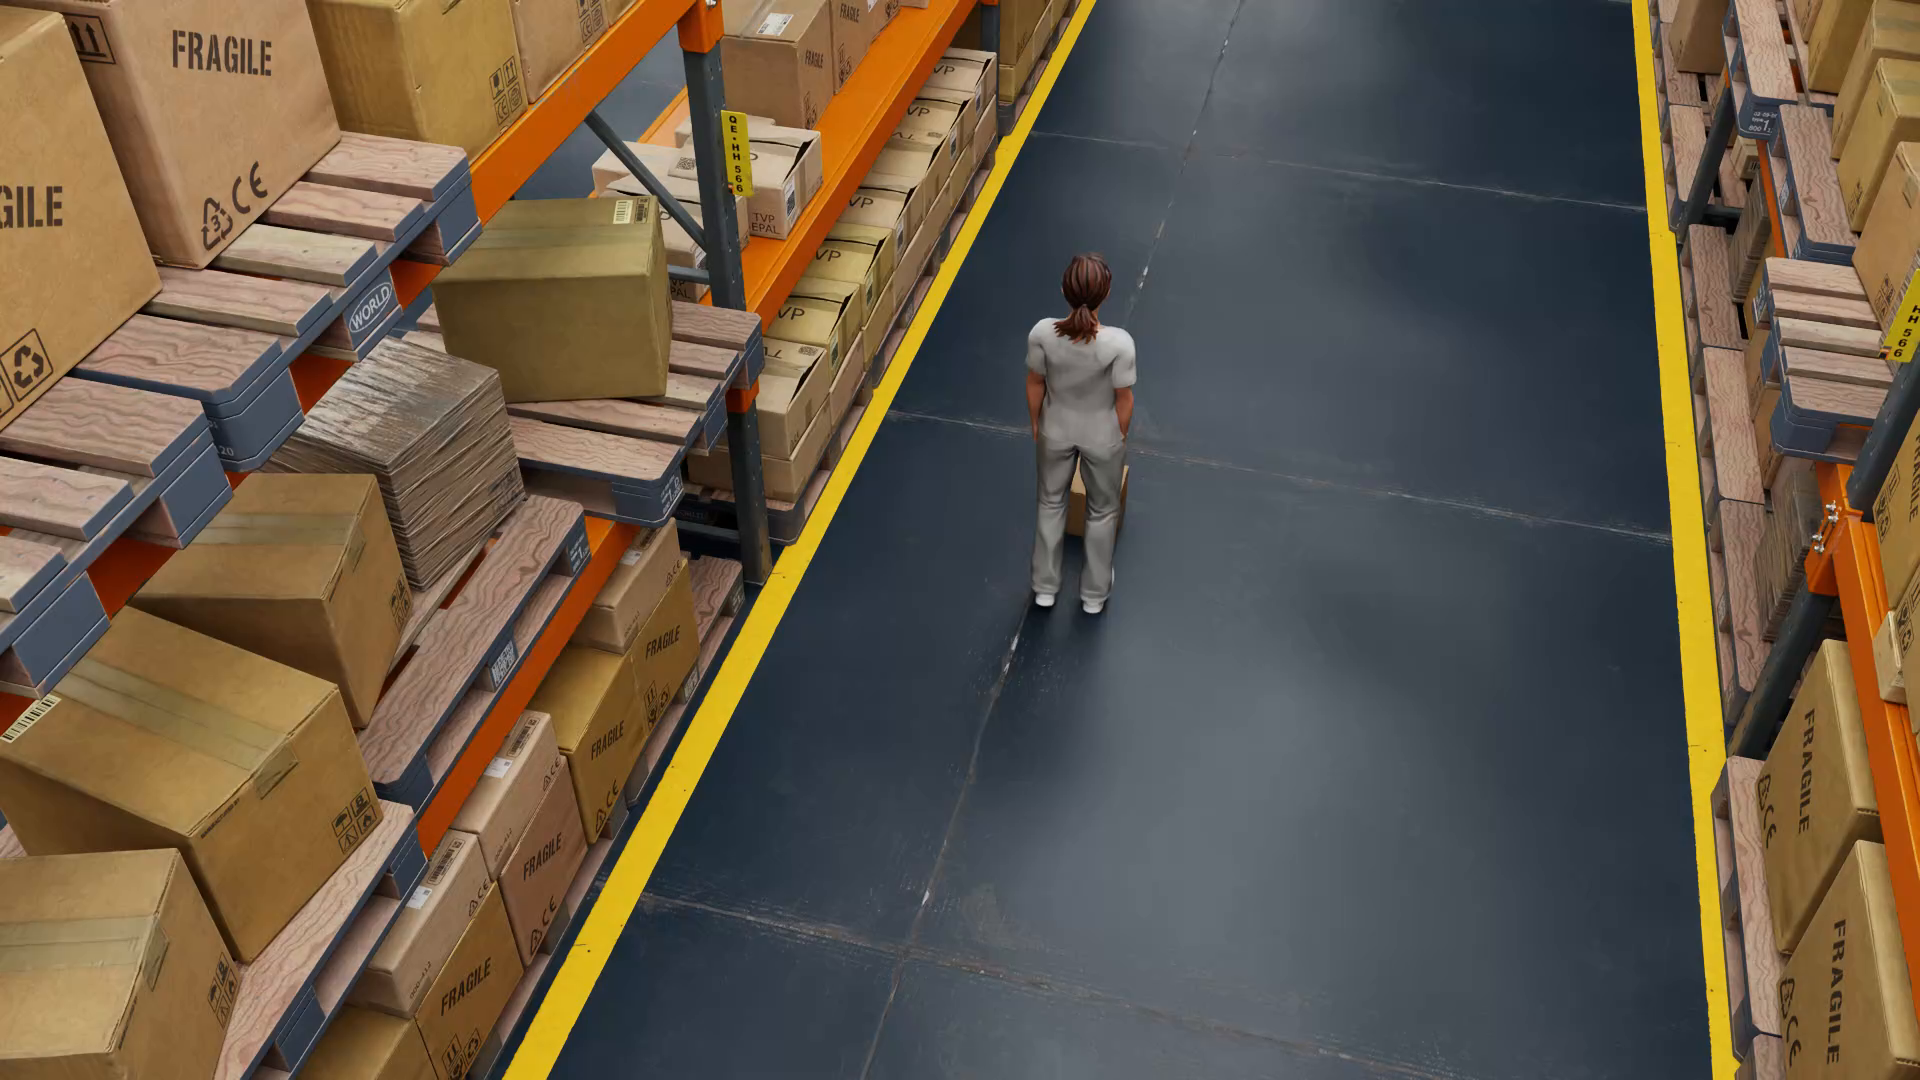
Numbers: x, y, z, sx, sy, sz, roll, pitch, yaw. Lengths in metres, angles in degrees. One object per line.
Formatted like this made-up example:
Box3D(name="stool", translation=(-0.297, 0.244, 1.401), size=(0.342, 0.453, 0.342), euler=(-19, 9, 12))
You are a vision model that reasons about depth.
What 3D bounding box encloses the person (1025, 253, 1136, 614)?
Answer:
Box3D(name="person", translation=(0.469, -0.404, 6.637), size=(0.437, 1.681, 0.363), euler=(11, 42, 12))
